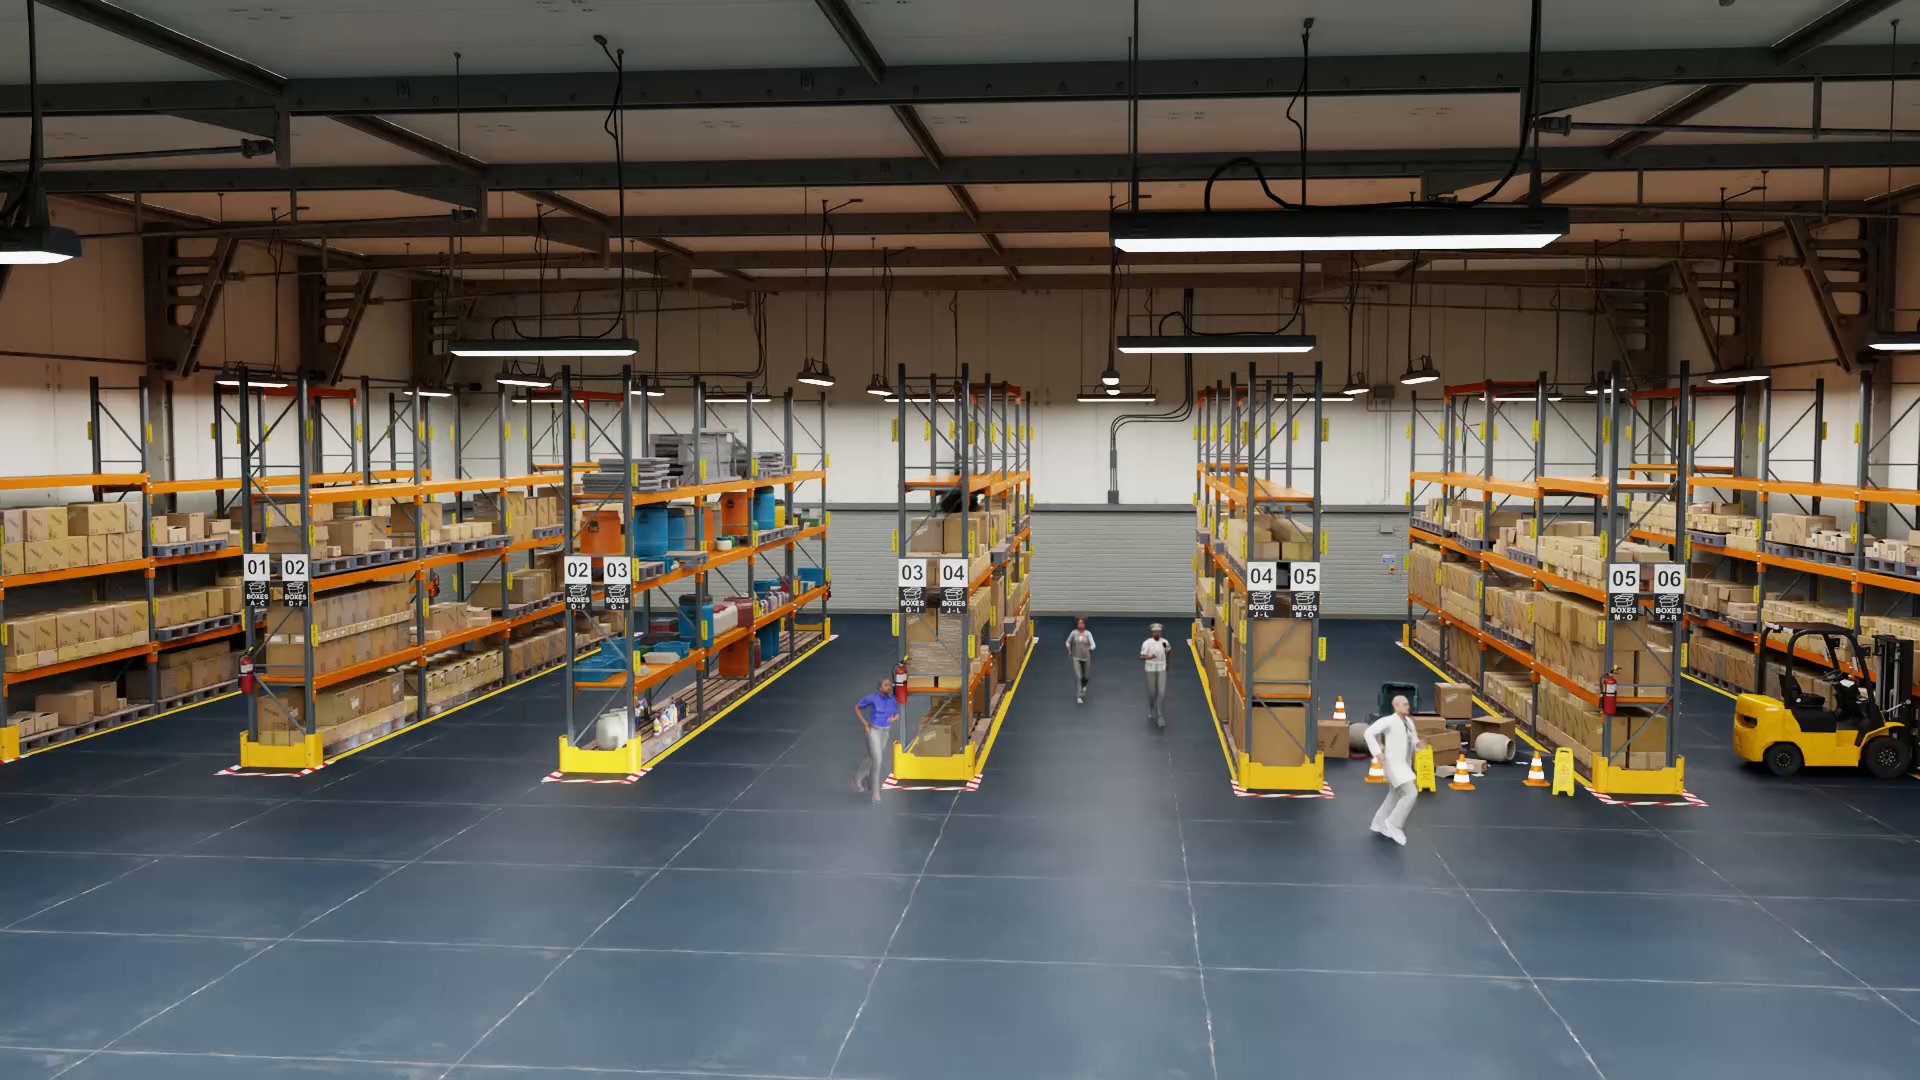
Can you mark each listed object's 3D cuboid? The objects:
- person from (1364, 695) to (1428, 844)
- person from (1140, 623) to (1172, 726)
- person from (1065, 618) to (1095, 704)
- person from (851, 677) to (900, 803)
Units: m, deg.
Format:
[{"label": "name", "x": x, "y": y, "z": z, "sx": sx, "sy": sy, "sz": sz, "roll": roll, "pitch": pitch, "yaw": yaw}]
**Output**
[{"label": "person", "x": 5.394, "y": 2.812, "z": 20.429, "sx": 0.755, "sy": 1.807, "sz": 0.689, "roll": 3, "pitch": 5, "yaw": 42}, {"label": "person", "x": 3.389, "y": 2.274, "z": 28.718, "sx": 0.570, "sy": 1.691, "sz": 0.848, "roll": 0, "pitch": 4, "yaw": 2}, {"label": "person", "x": 2.240, "y": 2.228, "z": 30.932, "sx": 0.548, "sy": 1.568, "sz": 0.805, "roll": 0, "pitch": 4, "yaw": 1}, {"label": "person", "x": -1.148, "y": 2.737, "z": 22.958, "sx": 0.588, "sy": 1.690, "sz": 0.771, "roll": -3, "pitch": 5, "yaw": -41}]
